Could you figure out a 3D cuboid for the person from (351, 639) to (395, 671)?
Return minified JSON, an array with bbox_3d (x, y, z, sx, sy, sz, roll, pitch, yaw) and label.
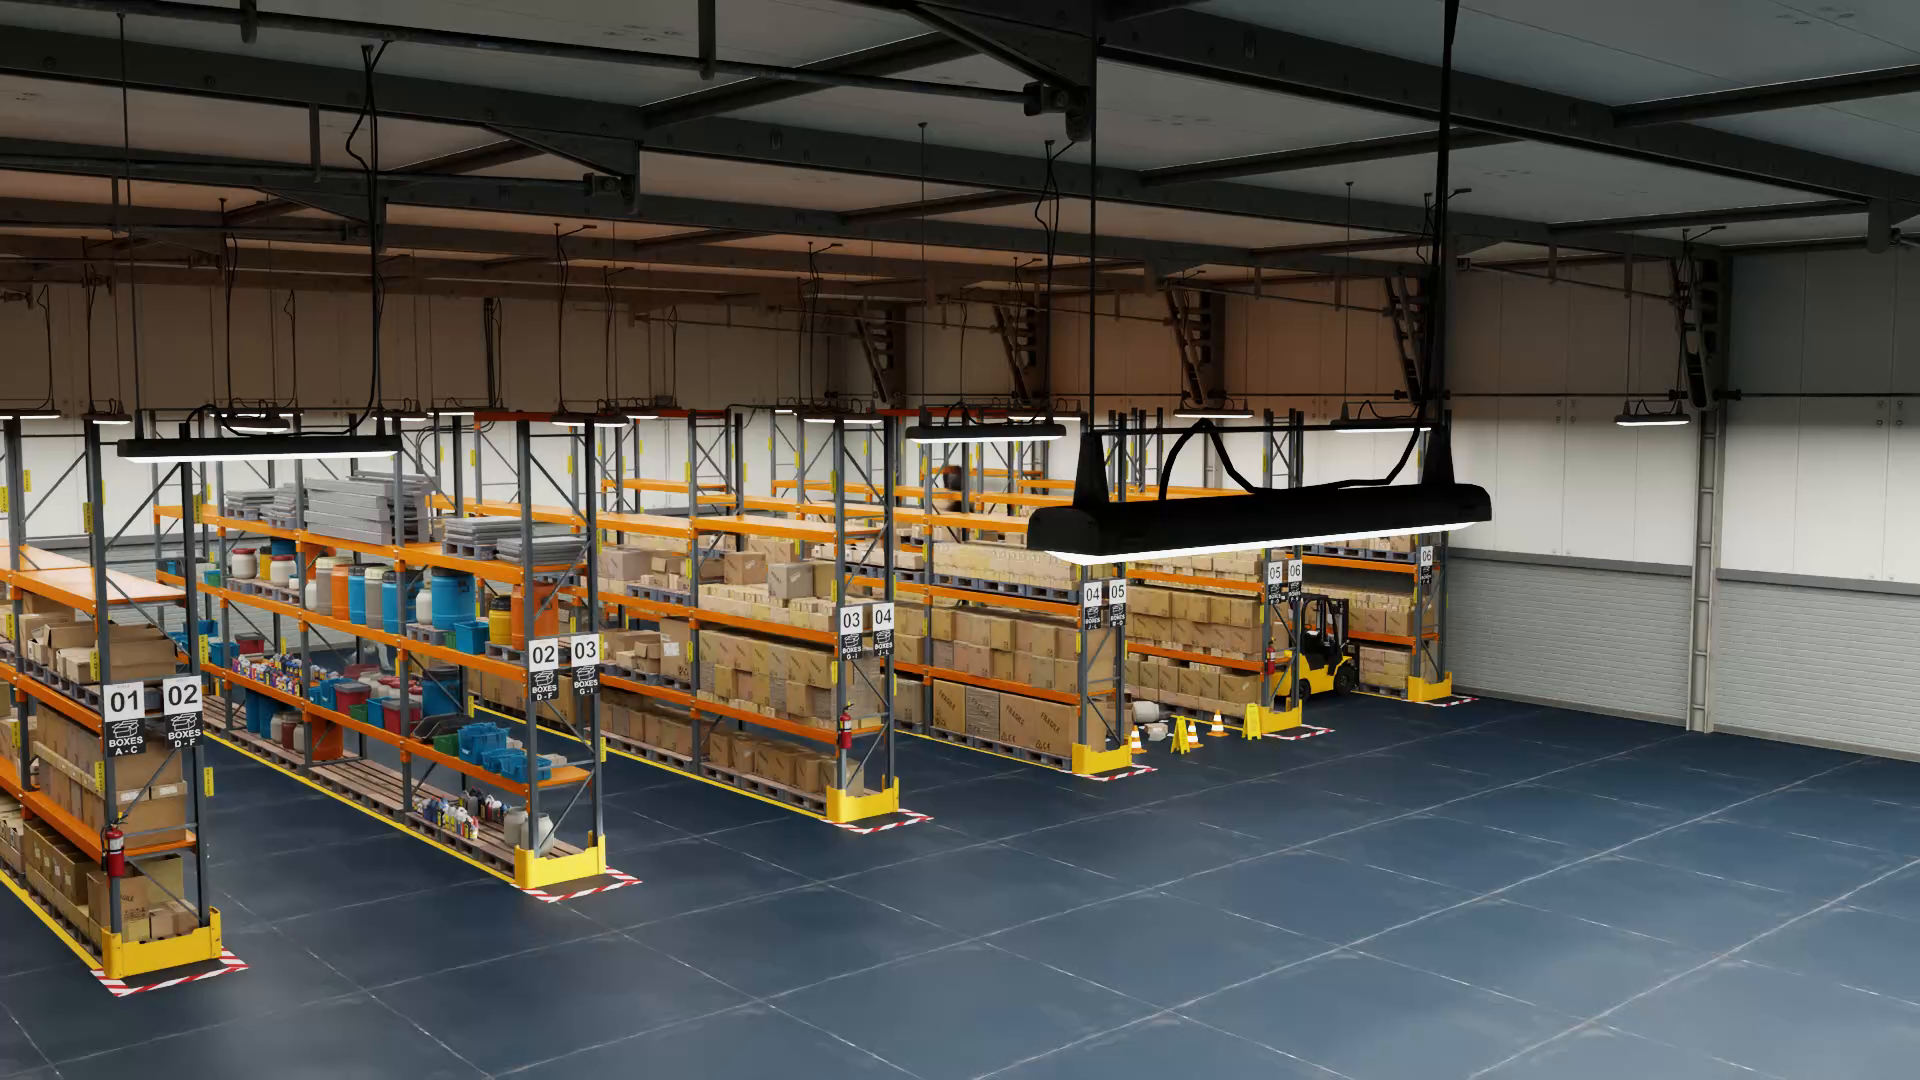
[{"bbox_3d":[-13.454,2.146,38.047,1.006,1.730,0.652,0,5,-6],"label":"person"}]
